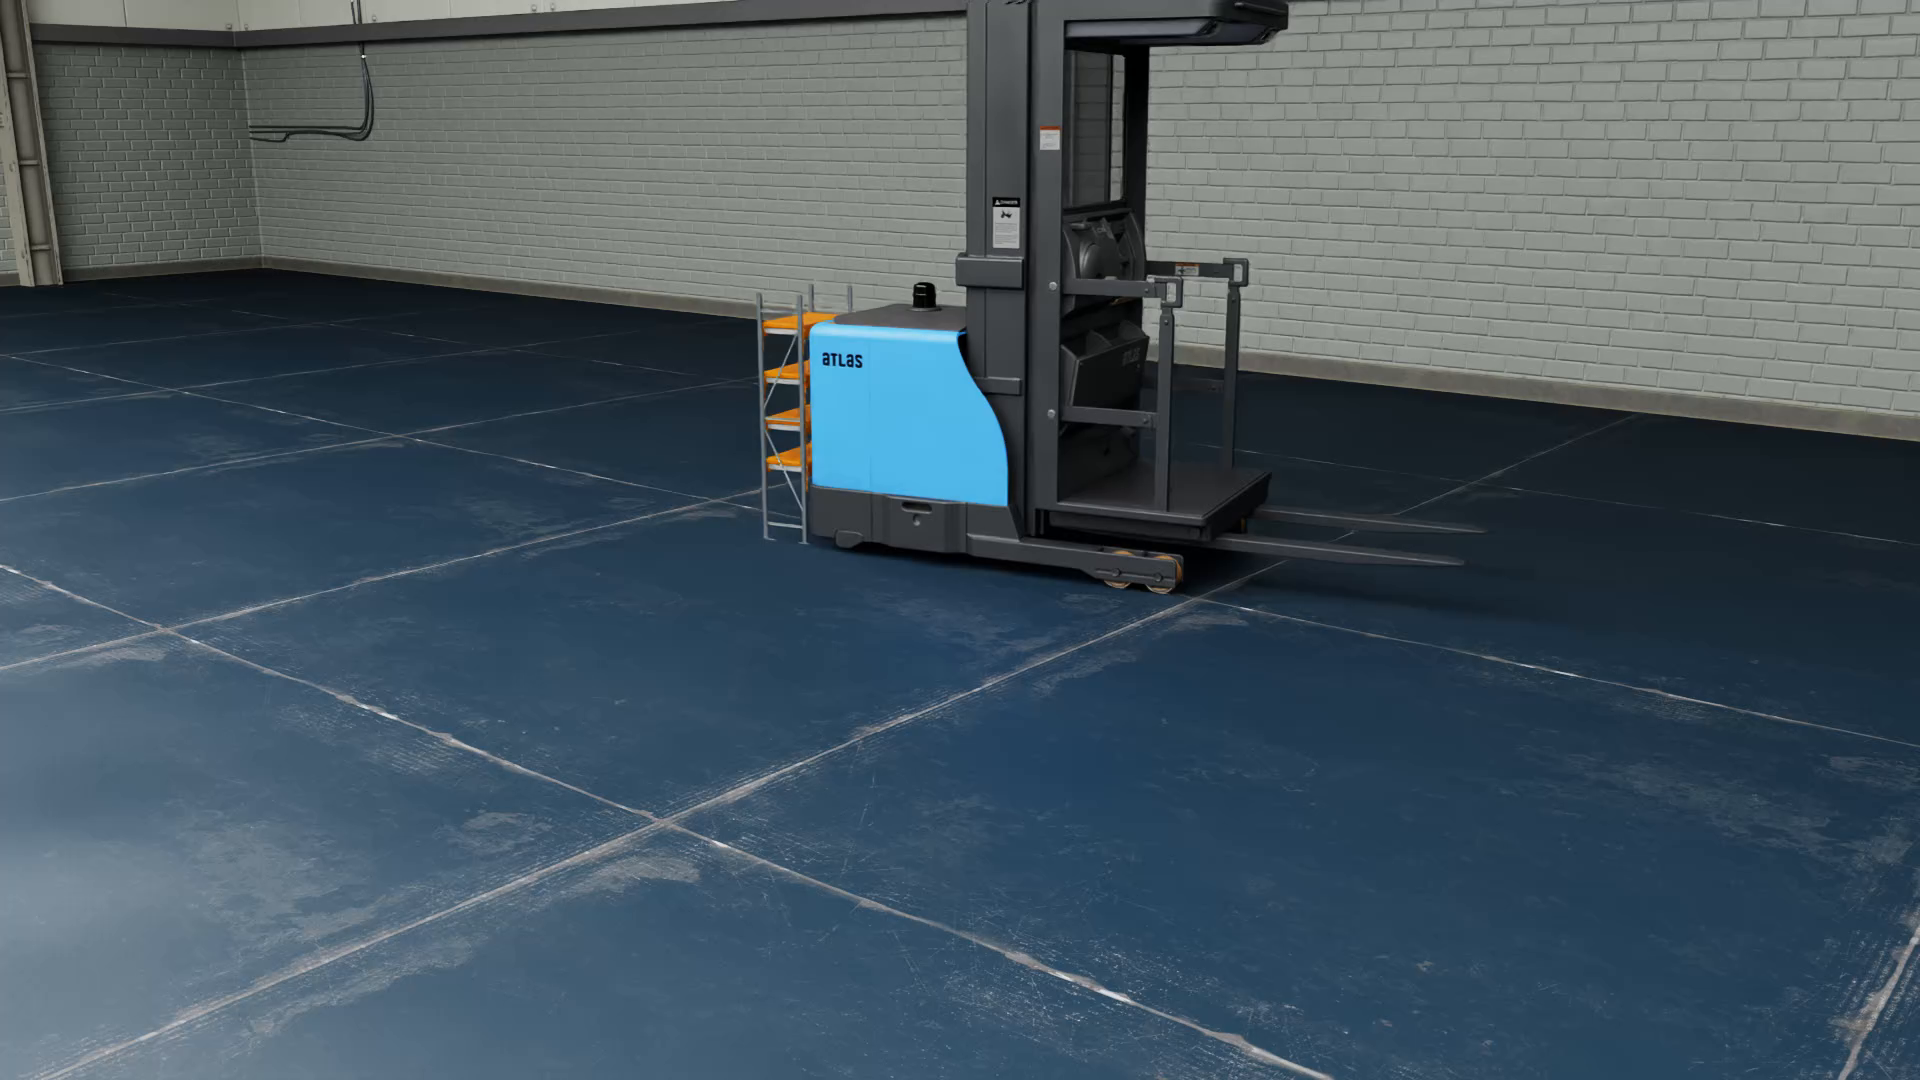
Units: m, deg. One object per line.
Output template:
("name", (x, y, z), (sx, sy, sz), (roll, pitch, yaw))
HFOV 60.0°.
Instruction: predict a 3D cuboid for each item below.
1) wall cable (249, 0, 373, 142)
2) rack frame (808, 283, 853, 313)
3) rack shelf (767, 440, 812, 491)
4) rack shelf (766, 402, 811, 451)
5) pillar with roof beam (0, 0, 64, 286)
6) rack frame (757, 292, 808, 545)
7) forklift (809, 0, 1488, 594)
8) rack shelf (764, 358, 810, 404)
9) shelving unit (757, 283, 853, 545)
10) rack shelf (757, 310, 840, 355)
("wall cable", (-8.471, -6.374, 21.244), (3.097, 2.526, 0.112), (11, 18, 38))
("rack frame", (-0.642, -0.682, 8.372), (0.240, 1.200, 0.015), (6, 16, 24))
("rack shelf", (-0.745, -0.370, 8.223), (0.258, 0.148, 0.480), (6, 16, 24))
("rack shelf", (-0.745, -0.563, 8.174), (0.258, 0.148, 0.480), (6, 16, 24))
("pillar with roof beam", (-8.002, -6.853, 16.824), (9.100, 9.000, 0.400), (11, 18, 38))
("rack frame", (-0.847, -0.573, 7.943), (0.240, 1.200, 0.015), (6, 16, 24))
("forklift", (0.839, -1.336, 7.430), (3.031, 2.935, 1.130), (7, 16, 24))
("rack shelf", (-0.745, -0.780, 8.119), (0.258, 0.148, 0.480), (6, 16, 24))
("shelving unit", (-0.745, -0.628, 8.158), (0.258, 1.200, 0.503), (6, 16, 24))
("rack shelf", (-0.745, -1.009, 8.061), (0.258, 0.148, 0.480), (6, 16, 24))
